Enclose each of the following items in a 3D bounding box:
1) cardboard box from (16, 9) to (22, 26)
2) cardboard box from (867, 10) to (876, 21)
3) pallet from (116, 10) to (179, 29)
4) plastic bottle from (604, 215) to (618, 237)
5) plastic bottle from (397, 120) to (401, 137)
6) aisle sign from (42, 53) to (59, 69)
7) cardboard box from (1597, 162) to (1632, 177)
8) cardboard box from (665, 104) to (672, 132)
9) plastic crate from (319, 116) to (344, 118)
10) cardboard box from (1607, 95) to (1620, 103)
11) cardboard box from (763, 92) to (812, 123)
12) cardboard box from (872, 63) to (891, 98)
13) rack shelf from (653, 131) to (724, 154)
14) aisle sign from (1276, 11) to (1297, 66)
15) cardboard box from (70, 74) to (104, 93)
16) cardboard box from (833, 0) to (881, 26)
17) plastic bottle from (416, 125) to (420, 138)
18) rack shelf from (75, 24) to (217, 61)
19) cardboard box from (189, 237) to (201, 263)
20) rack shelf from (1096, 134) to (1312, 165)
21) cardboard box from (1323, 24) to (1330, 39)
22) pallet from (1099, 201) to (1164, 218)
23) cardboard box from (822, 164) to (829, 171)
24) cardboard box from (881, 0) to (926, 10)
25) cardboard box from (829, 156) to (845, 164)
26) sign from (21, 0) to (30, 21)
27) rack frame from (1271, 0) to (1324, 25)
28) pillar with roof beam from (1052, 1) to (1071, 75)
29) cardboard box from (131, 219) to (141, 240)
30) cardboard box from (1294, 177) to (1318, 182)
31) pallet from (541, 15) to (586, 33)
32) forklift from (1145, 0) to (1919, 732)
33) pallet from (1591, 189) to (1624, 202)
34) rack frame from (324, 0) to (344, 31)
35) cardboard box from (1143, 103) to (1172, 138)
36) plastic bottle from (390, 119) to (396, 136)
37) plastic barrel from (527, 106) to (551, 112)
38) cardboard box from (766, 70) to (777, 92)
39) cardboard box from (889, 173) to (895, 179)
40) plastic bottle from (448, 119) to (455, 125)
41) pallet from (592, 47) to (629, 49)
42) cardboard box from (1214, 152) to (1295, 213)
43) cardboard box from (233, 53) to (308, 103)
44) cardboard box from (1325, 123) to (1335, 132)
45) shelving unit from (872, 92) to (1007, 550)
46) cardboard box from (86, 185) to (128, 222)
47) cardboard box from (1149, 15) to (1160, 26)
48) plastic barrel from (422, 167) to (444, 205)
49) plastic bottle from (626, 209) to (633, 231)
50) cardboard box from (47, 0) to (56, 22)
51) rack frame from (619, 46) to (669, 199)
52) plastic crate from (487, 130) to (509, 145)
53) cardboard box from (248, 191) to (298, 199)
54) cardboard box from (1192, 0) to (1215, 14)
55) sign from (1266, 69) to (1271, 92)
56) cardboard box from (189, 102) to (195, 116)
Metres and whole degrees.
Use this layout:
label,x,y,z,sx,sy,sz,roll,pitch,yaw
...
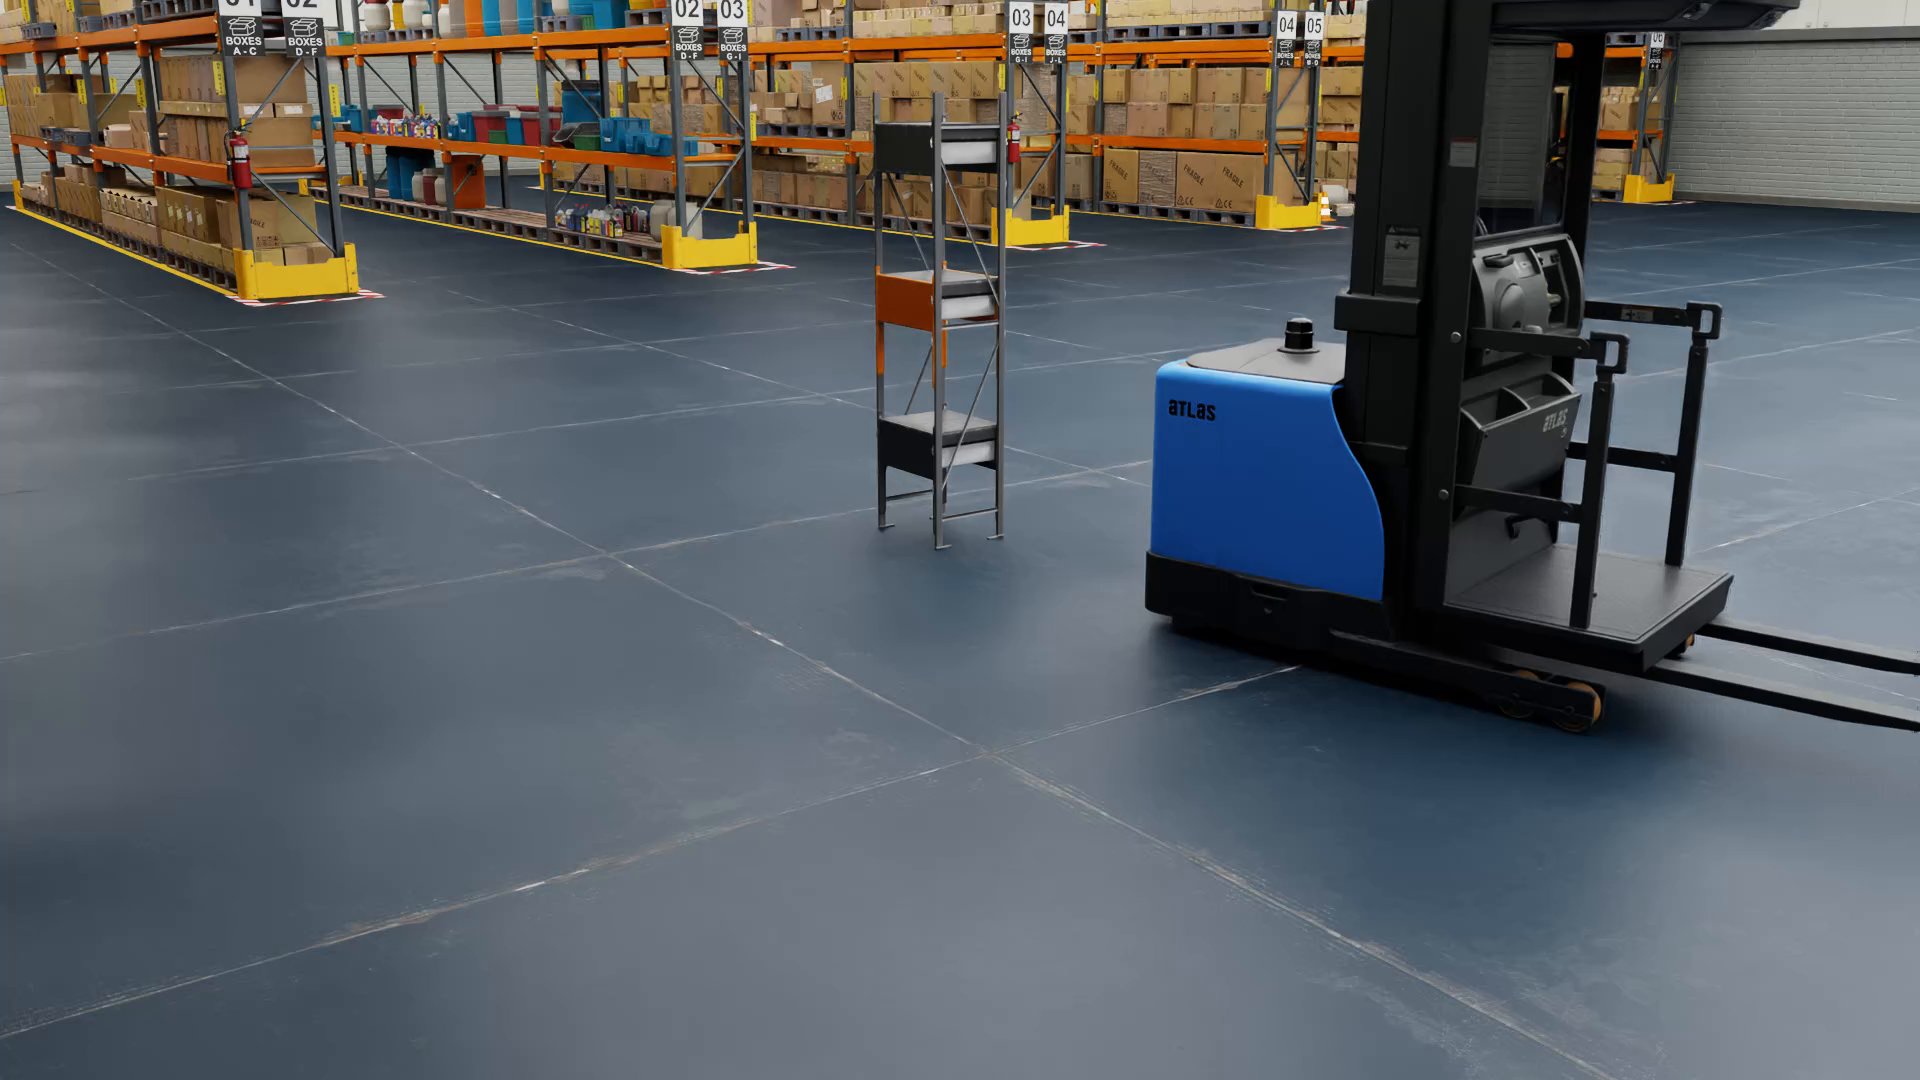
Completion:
label,x,y,z,sx,sy,sz,roll,pitch,yaw
cardboard box,-14.841,-8.395,26.721,0.500,0.250,0.500,-11,19,-35
cardboard box,-1.172,-7.842,24.893,0.380,0.149,0.250,-12,19,-37
pallet,-9.870,-6.443,20.614,0.805,0.209,1.217,-12,19,-37
plastic bottle,-4.540,-4.097,21.687,0.152,0.276,0.135,-11,19,-34
plastic bottle,-9.345,-6.882,27.782,0.097,0.271,0.097,0,15,0
aisle sign,-16.189,-8.780,29.550,0.394,0.787,0.004,-11,19,-35
cardboard box,12.516,-7.067,31.680,0.500,0.250,0.500,-11,19,-35
cardboard box,-5.063,-7.735,30.464,0.500,0.500,0.500,-10,18,-33
plastic crate,-11.734,-7.796,31.080,0.416,0.233,0.300,-11,19,-35
cardboard box,12.451,-8.336,31.432,0.380,0.149,0.250,-11,18,-34
cardboard box,-2.918,-7.331,28.194,0.700,0.500,0.500,-8,17,-26
cardboard box,-0.971,-6.871,24.850,0.500,0.500,0.500,-11,19,-35
rack shelf,-4.853,-7.373,30.695,1.077,0.370,4.000,-11,19,-35
aisle sign,4.897,-7.525,24.964,0.394,0.787,0.004,-11,19,-35
cardboard box,-14.094,-7.285,26.928,0.500,0.500,0.500,-10,18,-33
cardboard box,-1.522,-8.254,25.877,0.797,0.503,0.637,-12,19,-37
plastic bottle,-8.799,-6.650,27.067,0.097,0.201,0.097,0,15,0
rack shelf,-10.517,-6.429,21.563,1.077,0.370,4.000,-11,19,-35
cardboard box,-8.435,-3.311,18.905,0.500,0.250,0.500,-11,19,-35
rack shelf,3.922,-6.413,27.188,1.077,0.370,4.000,-11,19,-35
cardboard box,6.728,-9.358,30.625,0.500,0.250,0.500,-11,19,-36
pallet,3.130,-5.668,28.384,1.003,0.211,1.213,-11,19,-35
cardboard box,-2.741,-7.995,35.645,0.380,0.149,0.250,-12,19,-36
cardboard box,-0.855,-8.262,25.198,0.500,0.500,0.500,-12,19,-36
cardboard box,-2.560,-8.094,35.444,0.380,0.149,0.250,-11,19,-34
sign,-14.479,-8.221,25.768,0.100,0.325,0.005,-11,19,-35
rack frame,5.098,-9.227,24.740,1.000,3.000,0.127,-11,19,-35
pillar with roof beam,-0.691,-14.252,43.101,9.100,9.000,0.400,-11,19,-35
cardboard box,-10.416,-4.039,21.565,0.500,0.250,0.500,-10,18,-33
cardboard box,6.220,-6.333,30.261,0.500,0.500,0.500,1,15,4
pallet,-4.829,-6.887,22.232,1.213,0.211,1.003,-11,19,-35
forklift,2.211,-0.916,5.871,3.031,2.935,1.130,12,20,38
pallet,12.572,-6.706,32.177,1.003,0.211,1.213,-11,19,-35
rack frame,-12.387,-11.126,31.681,1.000,3.000,0.127,-11,19,-35
cardboard box,3.537,-6.935,27.448,0.875,0.550,0.550,-11,19,-35
plastic bottle,-9.527,-6.963,28.069,0.152,0.276,0.135,-11,19,-35
plastic barrel,-6.148,-6.131,24.536,0.433,0.535,0.433,0,15,0
cardboard box,-3.959,-10.180,36.940,0.500,0.500,0.500,-10,18,-33
cardboard box,-1.106,-7.471,33.629,0.500,0.500,0.500,-10,18,-34
plastic bottle,-8.492,-6.903,27.850,0.152,0.276,0.135,-11,19,-35
pallet,-7.215,-9.988,33.372,1.003,0.211,1.213,-11,19,-35
cardboard box,4.646,-5.645,26.249,0.875,0.875,0.875,-11,19,-34
cardboard box,-7.284,-4.835,17.412,0.700,0.500,0.500,-11,19,-34
cardboard box,6.988,-7.641,30.787,0.380,0.149,0.250,-11,19,-35
shelving unit,-0.097,-1.048,7.928,0.431,2.100,0.503,-11,19,-35
cardboard box,-12.432,-4.926,24.293,0.500,0.500,0.500,-10,18,-32
cardboard box,3.285,-8.416,26.952,0.380,0.149,0.250,-11,19,-35
plastic barrel,-8.649,-5.907,27.747,0.600,0.588,0.708,-11,19,-35
plastic bottle,-4.485,-4.348,22.592,0.061,0.283,0.133,-11,19,-35
cardboard box,-13.396,-8.098,25.124,0.600,0.600,0.600,-11,19,-35
rack frame,-6.029,-8.147,32.161,1.000,3.000,0.127,-11,19,-35
plastic crate,-6.584,-5.896,24.337,0.450,0.188,0.662,-11,19,-35
cardboard box,-7.724,-3.646,18.708,0.500,0.500,0.500,-11,19,-35
cardboard box,3.996,-8.377,26.055,0.500,0.250,0.500,-11,19,-35
sign,4.651,-6.924,25.051,0.100,0.325,0.005,-11,19,-35
cardboard box,-8.426,-4.845,18.679,0.380,0.149,0.250,-11,19,-35
